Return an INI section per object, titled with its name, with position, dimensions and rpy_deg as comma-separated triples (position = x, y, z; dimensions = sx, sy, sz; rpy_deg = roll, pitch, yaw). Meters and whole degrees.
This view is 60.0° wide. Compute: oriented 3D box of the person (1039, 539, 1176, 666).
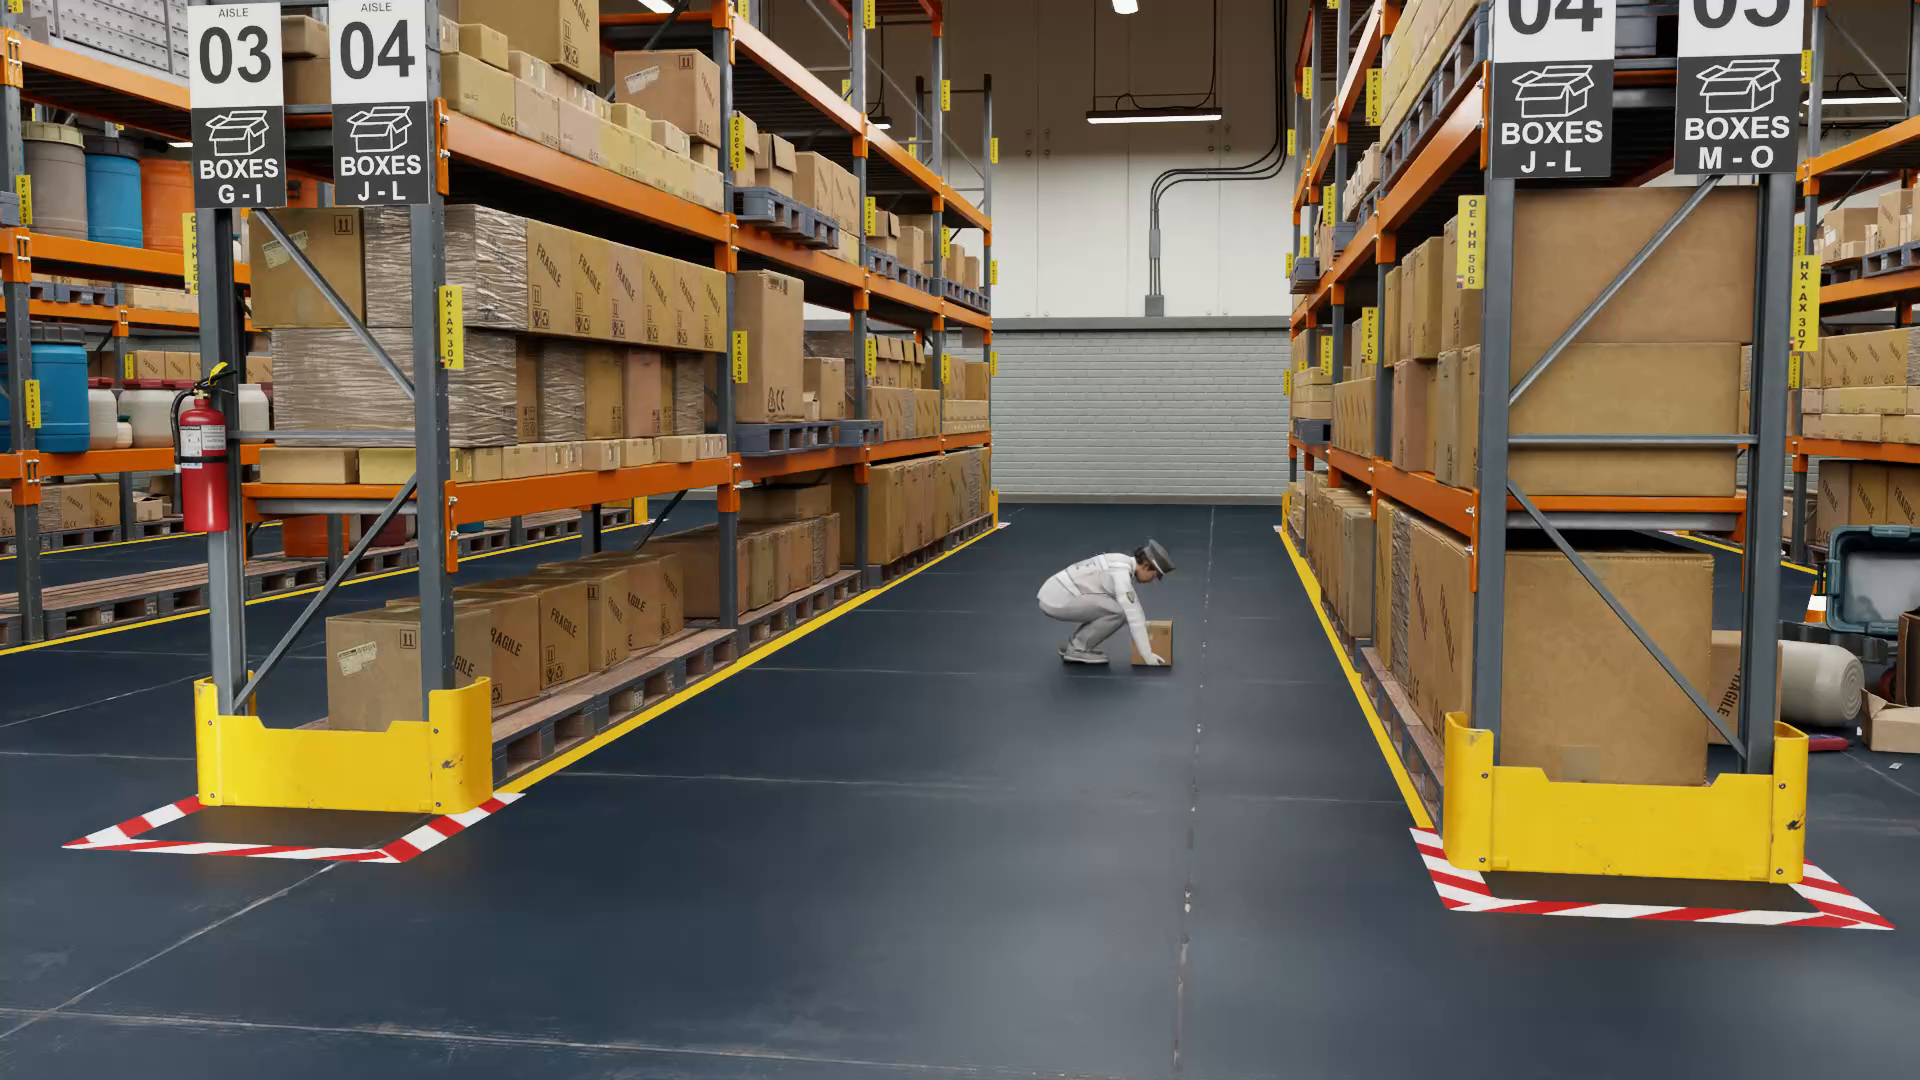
[person]
position = 0.942, 0.418, 10.619
dimensions = 0.869, 0.846, 0.468
rpy_deg = 1, 5, 8
